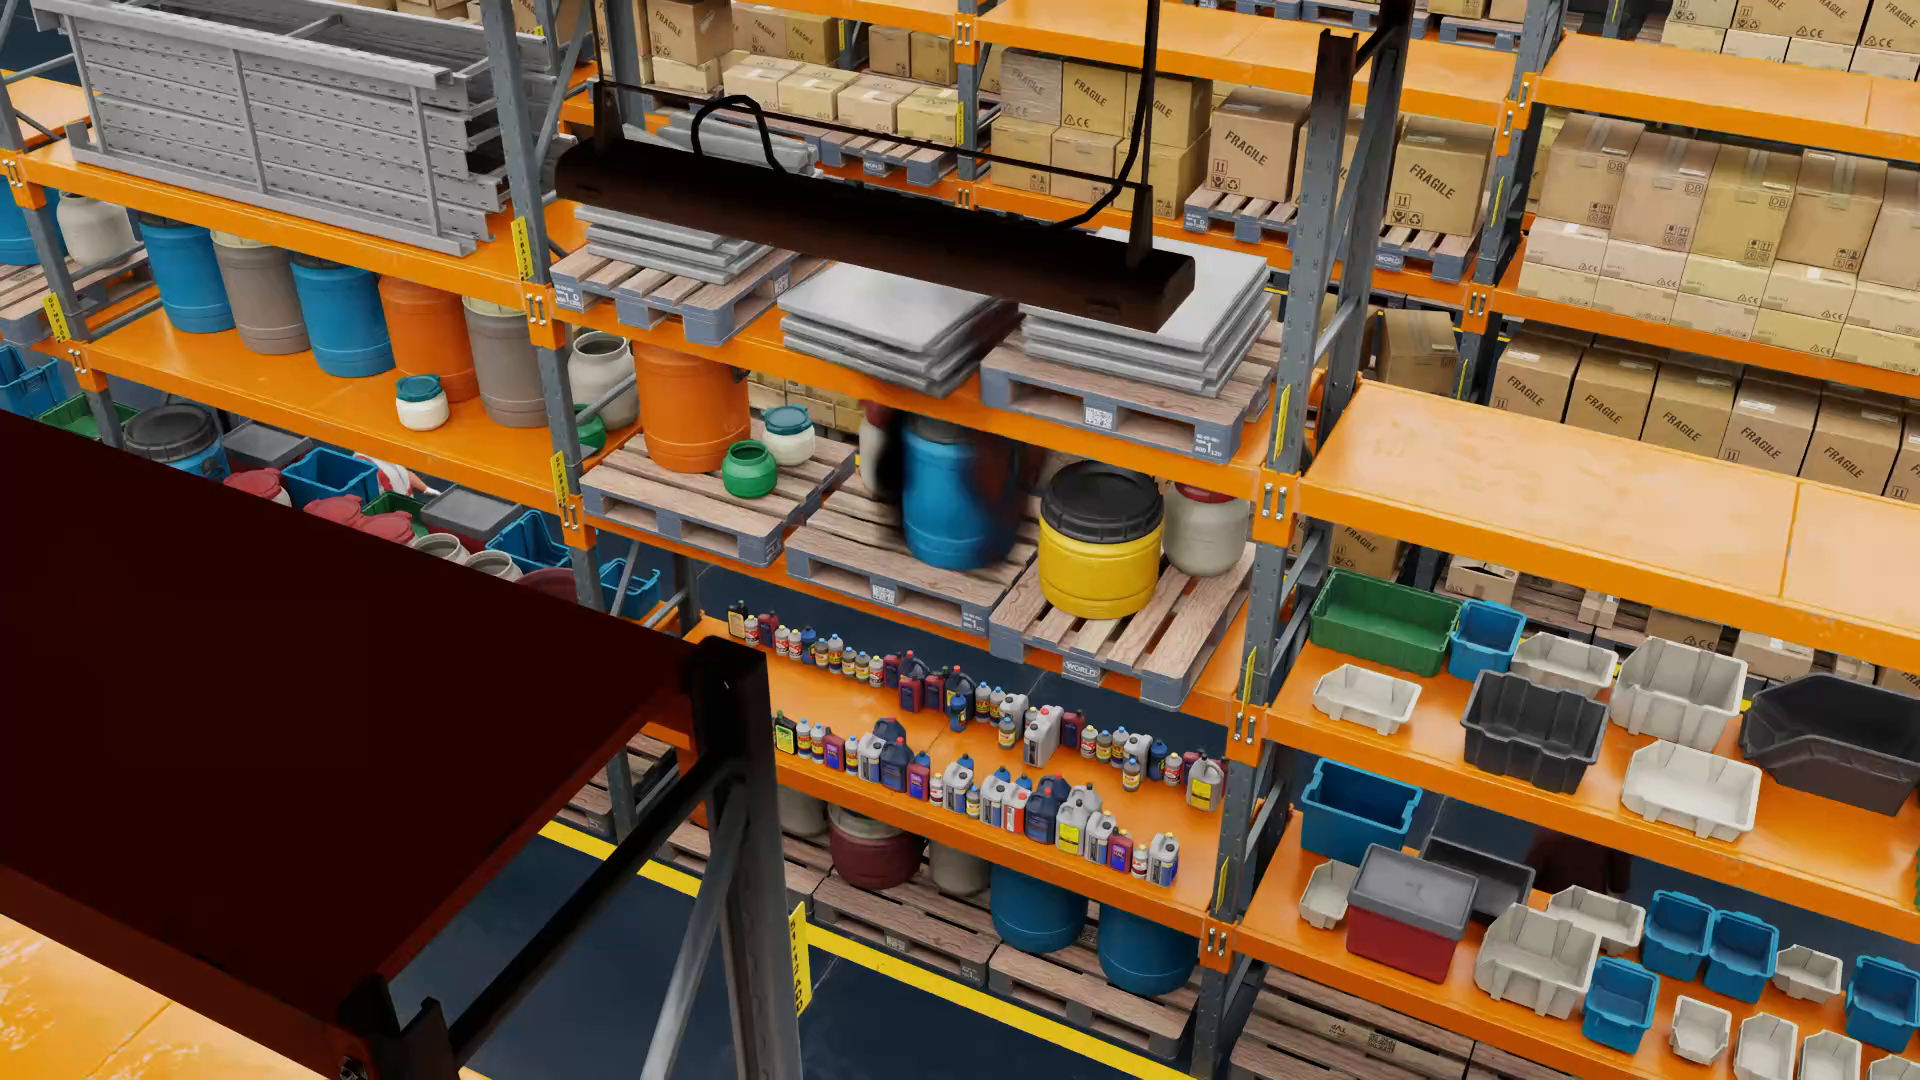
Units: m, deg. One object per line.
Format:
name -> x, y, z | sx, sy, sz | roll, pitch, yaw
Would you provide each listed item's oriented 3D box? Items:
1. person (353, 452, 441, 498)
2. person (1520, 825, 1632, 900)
person -> -4.184, -0.164, 12.568 | 0.634, 1.766, 0.628 | -4, 35, -5
person -> 3.467, 1.959, 9.560 | 0.694, 1.794, 0.562 | 2, 35, 3
